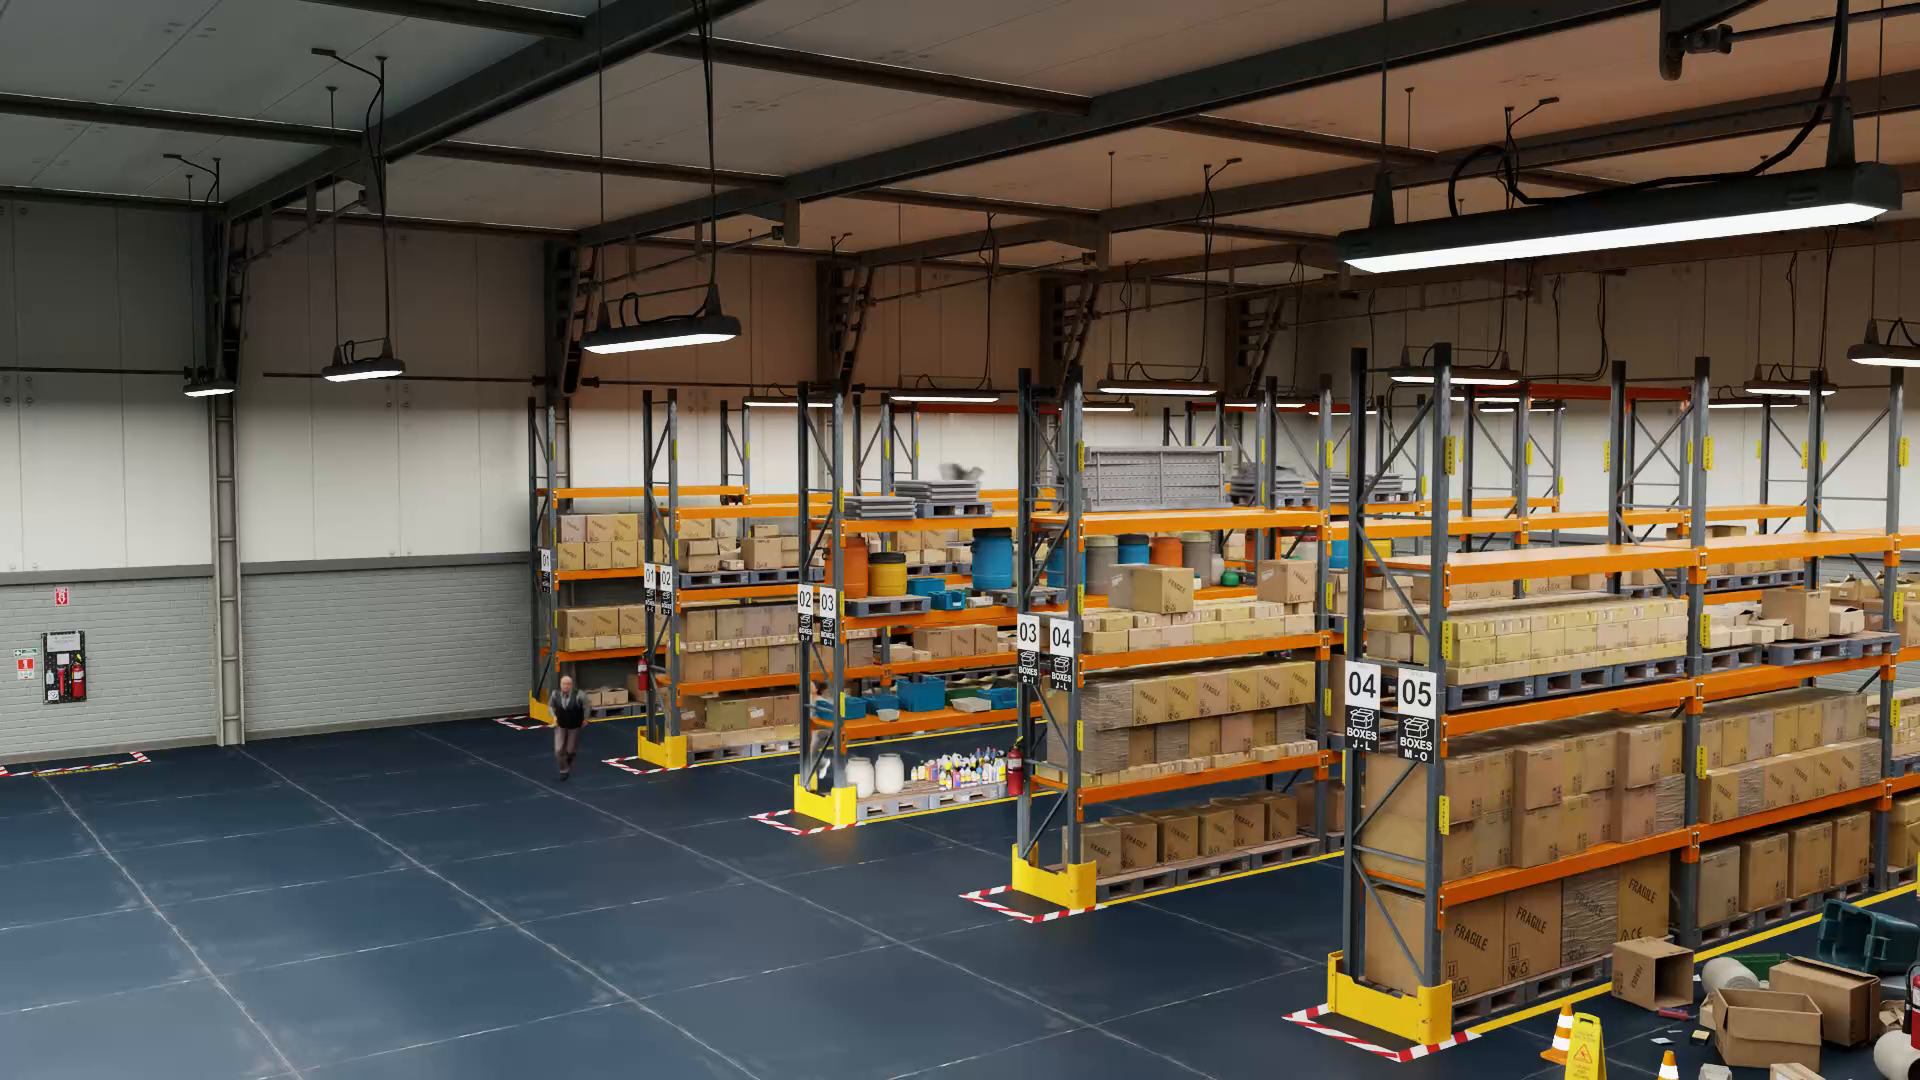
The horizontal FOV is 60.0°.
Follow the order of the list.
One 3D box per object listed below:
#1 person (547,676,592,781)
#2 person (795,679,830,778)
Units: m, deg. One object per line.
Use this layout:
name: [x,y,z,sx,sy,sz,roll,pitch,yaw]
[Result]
person: [-5.977,2.863,25.519,0.665,1.632,0.825,0,3,-3]
person: [-2.148,2.879,24.801,0.568,1.634,0.701,3,4,38]
